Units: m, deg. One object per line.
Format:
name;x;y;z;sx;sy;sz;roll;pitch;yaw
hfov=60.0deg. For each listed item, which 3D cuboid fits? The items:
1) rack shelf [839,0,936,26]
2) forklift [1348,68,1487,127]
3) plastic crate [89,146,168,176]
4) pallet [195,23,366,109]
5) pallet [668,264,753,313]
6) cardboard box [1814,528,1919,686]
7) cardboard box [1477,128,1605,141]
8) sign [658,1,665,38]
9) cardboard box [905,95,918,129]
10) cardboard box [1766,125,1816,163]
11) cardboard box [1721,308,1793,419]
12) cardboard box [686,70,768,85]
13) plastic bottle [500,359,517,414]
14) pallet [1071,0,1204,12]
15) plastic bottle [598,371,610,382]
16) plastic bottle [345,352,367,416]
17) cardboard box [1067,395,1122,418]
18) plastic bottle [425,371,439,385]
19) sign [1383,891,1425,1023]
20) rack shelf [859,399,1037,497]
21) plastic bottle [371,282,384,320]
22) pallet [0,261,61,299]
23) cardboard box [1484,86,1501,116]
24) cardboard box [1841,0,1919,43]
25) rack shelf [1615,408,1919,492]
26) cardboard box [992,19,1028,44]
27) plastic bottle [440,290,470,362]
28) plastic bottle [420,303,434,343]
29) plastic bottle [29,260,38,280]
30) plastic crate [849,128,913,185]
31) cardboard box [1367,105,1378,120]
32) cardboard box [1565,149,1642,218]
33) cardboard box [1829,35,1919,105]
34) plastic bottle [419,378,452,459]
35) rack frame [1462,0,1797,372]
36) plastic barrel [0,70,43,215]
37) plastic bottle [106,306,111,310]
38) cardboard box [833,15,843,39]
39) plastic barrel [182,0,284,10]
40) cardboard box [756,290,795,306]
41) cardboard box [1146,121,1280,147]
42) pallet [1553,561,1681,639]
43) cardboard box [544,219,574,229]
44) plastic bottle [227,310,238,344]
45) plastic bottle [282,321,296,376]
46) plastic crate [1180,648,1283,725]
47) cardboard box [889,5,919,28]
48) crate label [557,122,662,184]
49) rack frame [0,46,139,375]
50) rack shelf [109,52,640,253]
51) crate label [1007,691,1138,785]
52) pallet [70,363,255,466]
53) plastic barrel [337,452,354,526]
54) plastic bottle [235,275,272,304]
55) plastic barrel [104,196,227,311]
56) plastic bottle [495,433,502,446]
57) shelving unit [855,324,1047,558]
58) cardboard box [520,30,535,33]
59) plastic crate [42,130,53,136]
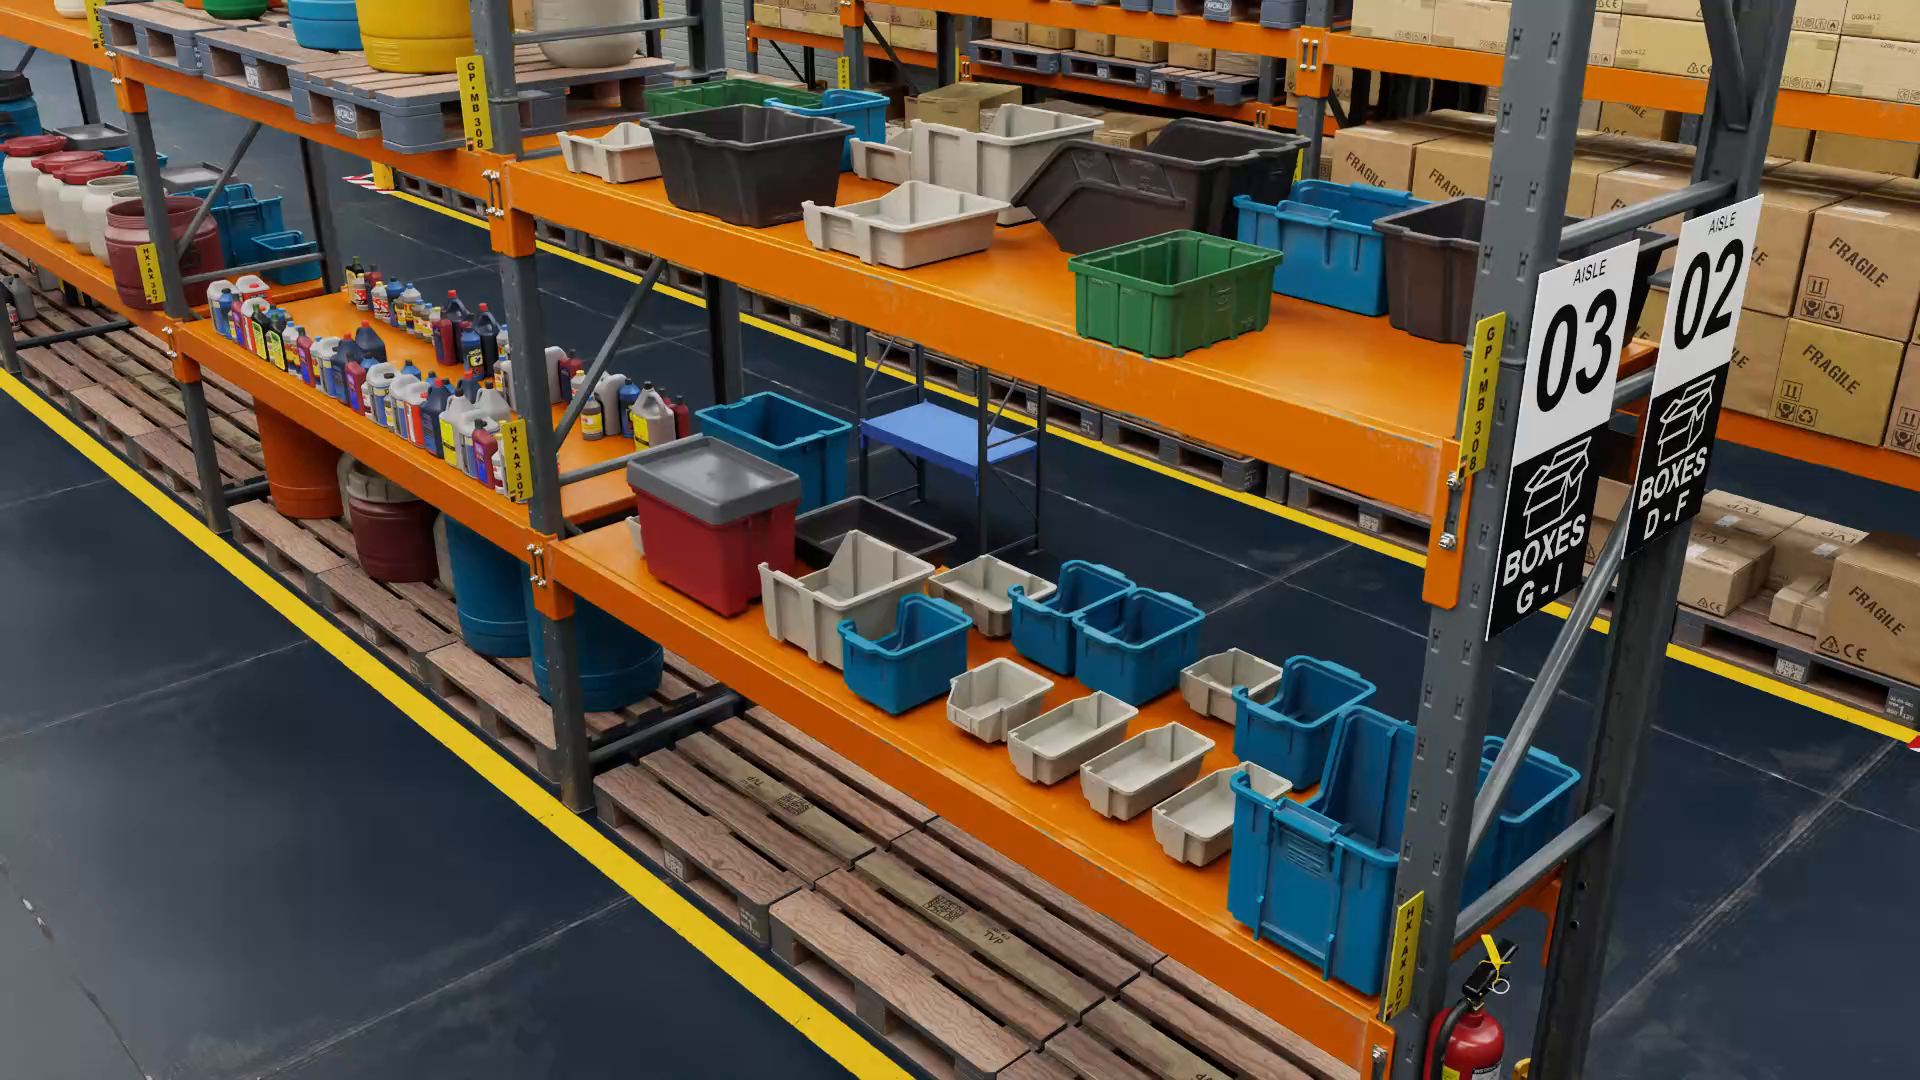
rack shelf;-1.804;-4.596;13.463;1.077;0.370;4.000;-21;32;-38
forklift;3.055;-2.886;12.545;1.130;2.935;3.031;-20;31;-37
plastic crate;-5.808;-2.507;11.651;0.392;0.384;0.575;-21;32;-38
pallet;-2.706;-2.168;7.502;1.003;0.211;1.213;-21;32;-38
pallet;-1.801;-2.314;14.568;1.003;0.211;1.213;-21;32;-38
cardboard box;4.480;0.313;7.931;0.500;0.500;0.500;-21;32;-38
cardboard box;3.184;-2.007;9.210;0.500;0.500;0.500;-22;32;-39
sign;-2.781;-4.812;15.385;0.100;0.325;0.005;-21;32;-38
cardboard box;-0.296;-4.937;19.439;0.500;0.500;0.500;21;32;38
cardboard box;6.269;-3.115;12.602;0.980;0.700;0.700;-21;32;-38
cardboard box;3.832;-0.942;8.080;0.500;0.500;0.500;-21;32;-38
cardboard box;-1.955;-3.661;14.041;0.500;0.500;0.500;-21;32;-38
plastic bottle;-2.103;-0.766;7.964;0.152;0.276;0.135;-21;32;-38
pallet;1.191;-3.551;10.532;1.213;0.211;1.003;-21;32;-38
plastic bottle;-1.669;-0.680;7.782;0.097;0.271;0.097;0;25;0
plastic bottle;-2.863;-0.743;7.905;0.061;0.283;0.133;-21;32;-38
cardboard box;1.076;-1.176;11.195;0.500;0.500;0.500;-21;32;-38
plastic bottle;-2.435;-0.651;7.718;0.097;0.271;0.097;0;25;0
sign;1.022;0.962;3.831;0.100;0.325;0.005;-21;32;-38
rack shelf;-0.058;-0.545;9.570;0.538;0.185;1.000;-21;32;-38
plastic bottle;-3.244;-1.347;9.327;0.097;0.201;0.097;0;25;0
pallet;-8.056;-2.077;14.048;1.003;0.211;1.213;-21;32;-38
cardboard box;4.718;-3.712;13.769;0.500;0.500;0.500;-21;32;-38
cardboard box;4.152;-2.287;7.114;0.500;0.250;0.500;-21;32;-38
rack shelf;3.664;-0.807;8.773;1.077;0.370;4.000;-21;32;-38
cardboard box;0.766;-5.653;17.876;0.700;0.500;0.500;-21;32;-38
plastic bottle;-2.608;-1.118;8.647;0.144;0.351;0.185;-21;32;-38
plastic bottle;-2.845;-1.170;8.939;0.097;0.201;0.097;0;25;0
plastic bottle;-7.779;-2.300;14.019;0.097;0.201;0.097;0;25;0
plastic crate;-0.174;-1.304;5.698;0.293;0.136;0.466;-21;32;-38
cardboard box;3.780;-3.864;14.884;0.380;0.149;0.250;-22;32;-39
cardboard box;3.118;-1.706;8.551;0.500;0.500;0.500;-22;33;-40
cardboard box;4.154;-2.061;7.220;0.500;0.250;0.500;-21;32;-38
plastic bottle;-2.315;-0.556;7.414;0.144;0.351;0.185;-21;32;-38
rack frame;1.413;-1.854;2.972;1.000;3.000;0.127;-21;32;-38
plastic barrel;-6.746;-2.785;11.638;0.600;0.901;0.708;-21;32;-38
plastic bottle;-6.756;-1.939;13.228;0.097;0.201;0.097;0;25;0
cardboard box;-1.137;-6.023;19.494;0.500;0.250;0.500;-21;32;-38
plastic barrel;-3.669;-3.127;8.353;0.600;0.830;0.708;-21;32;-38
cardboard box;-1.329;-2.138;13.629;0.500;0.250;0.500;-22;32;-39
cardboard box;1.620;-2.375;10.715;0.700;0.500;0.500;-16;29;-31
pallet;3.604;0.106;9.263;1.003;0.211;1.213;-21;32;-38
cardboard box;-3.647;-3.183;15.920;0.500;0.250;0.500;-21;32;-38
plastic bottle;-3.870;-1.163;8.924;0.097;0.201;0.097;0;25;0
plastic bottle;-3.371;-0.974;8.426;0.097;0.271;0.097;0;25;0
plastic crate;0.862;0.474;5.343;0.250;0.136;0.298;-21;32;-38
cardboard box;-0.452;-6.058;18.668;0.500;0.500;0.500;-21;32;-39
crate label;-1.198;-1.351;5.801;0.293;0.136;0.466;-21;32;-38
rack frame;-6.789;-2.760;12.187;1.000;3.000;0.127;-21;32;-38
rack shelf;-2.688;-1.980;7.729;1.077;0.370;4.000;-21;32;-38
crate label;0.327;0.603;5.060;0.396;0.136;0.243;-21;32;-38
pallet;-5.386;-0.895;11.458;1.003;0.211;1.213;-21;32;-38
plastic barrel;-3.257;-0.319;9.326;0.421;0.512;0.421;0;25;0
plastic bottle;-3.884;-1.312;9.162;0.152;0.276;0.135;-21;32;-38
plastic barrel;-4.594;-1.665;9.622;0.600;0.536;0.708;-21;32;-38
plastic bottle;-1.973;-0.359;7.162;0.097;0.201;0.097;0;25;0
shelving unit;-0.058;-0.708;9.495;0.538;1.500;1.048;-21;32;-38
cardboard box;-3.862;-4.681;15.494;0.380;0.149;0.250;-22;33;-40
plastic crate;-7.054;-2.927;12.626;0.767;0.338;0.504;-21;32;-38
